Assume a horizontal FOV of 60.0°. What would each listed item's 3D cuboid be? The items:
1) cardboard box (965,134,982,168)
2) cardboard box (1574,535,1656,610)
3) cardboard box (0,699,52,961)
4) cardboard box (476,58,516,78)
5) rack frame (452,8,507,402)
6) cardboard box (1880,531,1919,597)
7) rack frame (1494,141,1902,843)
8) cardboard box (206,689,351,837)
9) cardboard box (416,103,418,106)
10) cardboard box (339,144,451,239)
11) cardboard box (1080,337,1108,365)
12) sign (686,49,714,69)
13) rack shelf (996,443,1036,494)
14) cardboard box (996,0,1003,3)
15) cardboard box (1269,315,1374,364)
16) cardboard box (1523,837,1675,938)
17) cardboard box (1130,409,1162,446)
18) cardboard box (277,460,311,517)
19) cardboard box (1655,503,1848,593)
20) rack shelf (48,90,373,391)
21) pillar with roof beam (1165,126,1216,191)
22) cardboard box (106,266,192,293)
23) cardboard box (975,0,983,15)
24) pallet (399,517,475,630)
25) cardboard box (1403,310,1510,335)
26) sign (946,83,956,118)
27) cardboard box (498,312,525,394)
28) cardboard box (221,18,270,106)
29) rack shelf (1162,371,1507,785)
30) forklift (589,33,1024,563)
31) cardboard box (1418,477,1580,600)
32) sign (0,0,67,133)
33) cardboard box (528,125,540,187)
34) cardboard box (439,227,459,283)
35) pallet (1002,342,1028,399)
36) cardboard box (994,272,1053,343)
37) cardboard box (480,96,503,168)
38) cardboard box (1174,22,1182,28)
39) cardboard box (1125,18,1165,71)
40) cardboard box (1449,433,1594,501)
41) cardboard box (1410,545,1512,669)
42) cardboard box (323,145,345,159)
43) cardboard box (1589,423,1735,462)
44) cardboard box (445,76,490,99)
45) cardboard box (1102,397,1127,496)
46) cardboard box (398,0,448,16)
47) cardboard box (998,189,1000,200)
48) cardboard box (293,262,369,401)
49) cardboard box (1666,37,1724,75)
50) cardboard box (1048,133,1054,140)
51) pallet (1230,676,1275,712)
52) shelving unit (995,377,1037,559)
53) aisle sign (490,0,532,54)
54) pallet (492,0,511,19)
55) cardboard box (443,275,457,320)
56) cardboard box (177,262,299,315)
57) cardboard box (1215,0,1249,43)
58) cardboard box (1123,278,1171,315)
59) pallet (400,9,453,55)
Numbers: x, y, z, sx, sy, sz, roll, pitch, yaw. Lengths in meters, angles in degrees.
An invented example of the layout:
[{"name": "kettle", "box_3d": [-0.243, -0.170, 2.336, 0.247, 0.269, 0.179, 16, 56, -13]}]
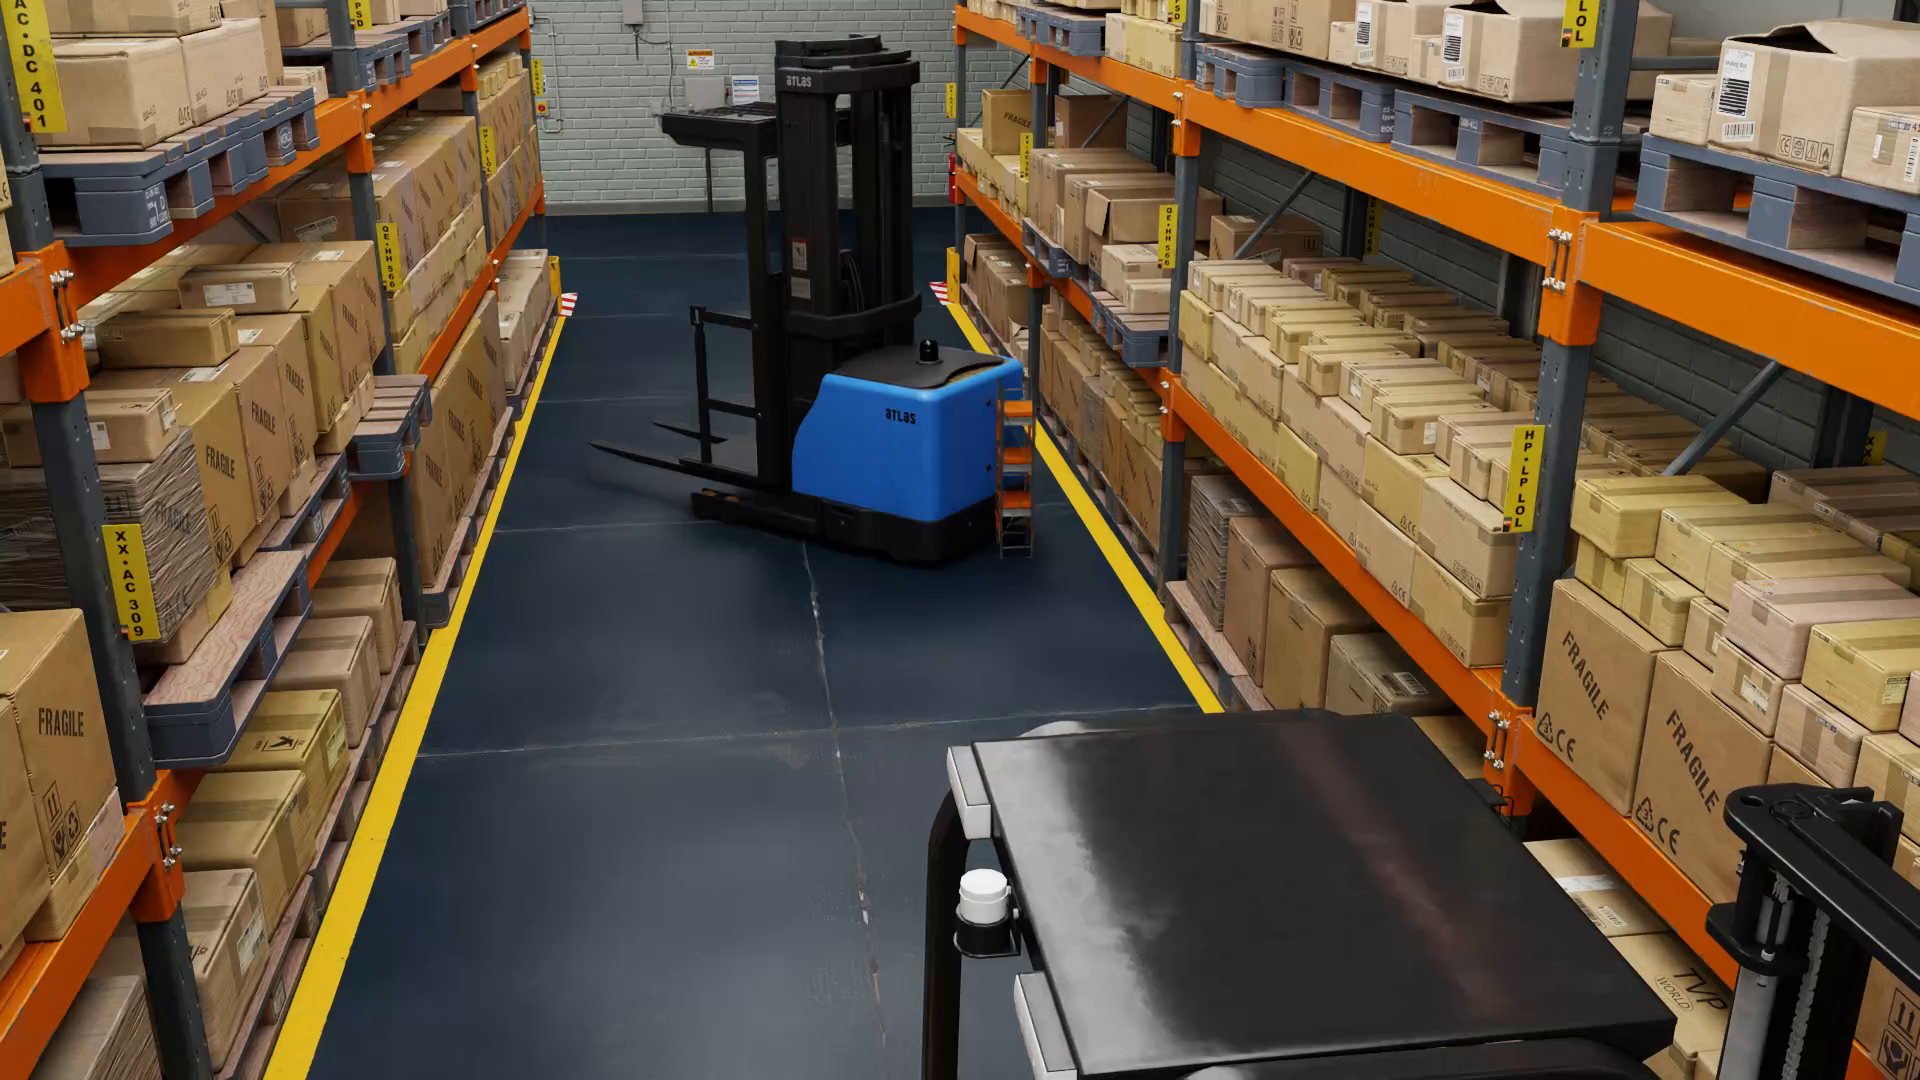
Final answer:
[{"name": "cardboard box", "box_3d": [0.327, -3.581, 15.307, 0.500, 0.250, 0.500, -3, 21, -7]}, {"name": "cardboard box", "box_3d": [1.971, 0.070, 4.671, 0.380, 0.149, 0.250, -3, 21, -9]}, {"name": "cardboard box", "box_3d": [-2.335, 0.682, 3.535, 0.500, 0.500, 0.500, -2, 21, -6]}, {"name": "cardboard box", "box_3d": [-4.030, -4.050, 14.272, 0.380, 0.149, 0.250, -2, 21, -7]}, {"name": "rack frame", "box_3d": [-3.879, -2.221, 11.875, 1.000, 3.000, 0.127, -3, 21, -8]}, {"name": "cardboard box", "box_3d": [2.577, 0.083, 4.213, 0.380, 0.149, 0.250, -3, 21, -8]}, {"name": "rack frame", "box_3d": [2.185, 0.297, 5.133, 1.000, 3.000, 0.127, -3, 21, -8]}, {"name": "cardboard box", "box_3d": [-3.013, 0.913, 6.641, 0.950, 0.372, 0.625, -2, 21, -6]}, {"name": "cardboard box", "box_3d": [-4.286, -3.062, 12.554, 0.500, 0.500, 0.500, -3, 21, -9]}, {"name": "cardboard box", "box_3d": [-3.342, -2.060, 9.873, 0.500, 0.500, 0.500, -3, 21, -7]}, {"name": "cardboard box", "box_3d": [1.037, -1.301, 11.459, 0.380, 0.149, 0.250, -3, 21, -8]}, {"name": "sign", "box_3d": [-3.277, -6.068, 20.995, 0.339, 0.242, 0.001, -3, 21, -8]}, {"name": "rack shelf", "box_3d": [0.328, -0.413, 9.853, 0.215, 0.259, 0.240, -1, 21, -4]}, {"name": "cardboard box", "box_3d": [0.567, -4.458, 13.368, 0.500, 0.250, 0.500, -2, 21, -7]}, {"name": "cardboard box", "box_3d": [1.559, -0.867, 7.179, 0.380, 0.149, 0.250, -2, 21, -7]}, {"name": "cardboard box", "box_3d": [1.944, 1.104, 4.874, 0.500, 0.250, 0.500, -3, 21, -9]}, {"name": "cardboard box", "box_3d": [1.217, -0.668, 9.763, 0.380, 0.149, 0.250, -4, 21, -11]}, {"name": "cardboard box", "box_3d": [-2.654, -0.190, 6.196, 0.380, 0.149, 0.250, -2, 21, -6]}, {"name": "cardboard box", "box_3d": [2.082, 0.018, 4.386, 0.380, 0.149, 0.250, -3, 21, -7]}, {"name": "rack shelf", "box_3d": [-3.015, -1.212, 5.914, 1.077, 0.370, 4.000, -3, 21, -8]}, {"name": "pillar with roof beam", "box_3d": [-2.437, -5.352, 11.685, 9.100, 9.000, 0.400, -3, 21, -8]}, {"name": "cardboard box", "box_3d": [-3.385, -0.871, 7.093, 0.500, 0.500, 0.500, -2, 21, -5]}, {"name": "cardboard box", "box_3d": [0.334, -4.662, 14.483, 0.380, 0.149, 0.250, -3, 21, -8]}, {"name": "pallet", "box_3d": [-3.342, 0.194, 9.396, 1.003, 0.211, 1.213, -3, 21, -8]}, {"name": "cardboard box", "box_3d": [2.165, -0.900, 7.269, 0.380, 0.149, 0.250, -3, 21, -9]}, {"name": "sign", "box_3d": [-0.082, -4.235, 16.032, 0.100, 0.325, 0.005, -3, 21, -8]}, {"name": "cardboard box", "box_3d": [-3.864, -1.440, 12.846, 0.875, 0.438, 0.875, -3, 21, -9]}, {"name": "cardboard box", "box_3d": [-2.582, -1.554, 5.416, 0.500, 0.250, 0.500, -3, 21, -8]}, {"name": "rack shelf", "box_3d": [1.897, -0.058, 7.112, 1.077, 0.370, 4.000, -3, 21, -8]}, {"name": "forklift", "box_3d": [-1.101, -1.620, 10.365, 3.031, 2.935, 1.130, 14, 24, 32]}, {"name": "cardboard box", "box_3d": [1.861, -0.024, 5.492, 0.500, 0.250, 0.500, -3, 21, -9]}, {"name": "sign", "box_3d": [-2.190, -1.128, 3.924, 0.100, 0.325, 0.005, -3, 21, -8]}, {"name": "cardboard box", "box_3d": [-4.125, -3.499, 15.154, 0.500, 0.500, 0.500, -3, 21, -7]}, {"name": "cardboard box", "box_3d": [-3.325, -1.716, 10.024, 0.500, 0.250, 0.500, -3, 21, -7]}, {"name": "pallet", "box_3d": [0.934, -1.404, 13.673, 1.003, 0.211, 1.213, -3, 21, -8]}, {"name": "cardboard box", "box_3d": [0.684, -2.009, 14.281, 0.700, 0.500, 0.500, -4, 21, -10]}, {"name": "cardboard box", "box_3d": [-3.775, -3.088, 12.626, 0.500, 0.500, 0.500, -3, 21, -8]}, {"name": "cardboard box", "box_3d": [1.319, -2.720, 8.568, 0.380, 0.149, 0.250, -2, 21, -7]}, {"name": "cardboard box", "box_3d": [1.221, -2.762, 9.251, 0.500, 0.250, 0.500, -3, 21, -8]}, {"name": "cardboard box", "box_3d": [1.861, -0.249, 5.525, 0.380, 0.149, 0.250, -3, 21, -9]}, {"name": "cardboard box", "box_3d": [1.854, 0.206, 5.591, 0.500, 0.250, 0.500, -2, 21, -7]}, {"name": "cardboard box", "box_3d": [-3.849, -2.042, 9.824, 0.500, 0.500, 0.500, -3, 21, -9]}, {"name": "cardboard box", "box_3d": [2.360, -0.281, 5.612, 0.380, 0.149, 0.250, -4, 21, -10]}, {"name": "cardboard box", "box_3d": [-3.775, -3.426, 12.602, 0.380, 0.149, 0.250, -3, 21, -8]}, {"name": "cardboard box", "box_3d": [1.195, -0.604, 10.518, 0.500, 0.500, 0.500, -2, 21, -5]}, {"name": "cardboard box", "box_3d": [-3.545, -3.486, 10.504, 0.500, 0.311, 0.500, -3, 21, -8]}, {"name": "cardboard box", "box_3d": [0.531, -2.988, 14.287, 0.380, 0.149, 0.250, -3, 21, -8]}, {"name": "cardboard box", "box_3d": [-2.877, -0.897, 7.162, 0.500, 0.500, 0.500, -3, 21, -9]}, {"name": "cardboard box", "box_3d": [2.257, -1.537, 5.374, 0.380, 0.149, 0.250, -3, 21, -8]}, {"name": "cardboard box", "box_3d": [0.857, -3.602, 15.362, 0.500, 0.250, 0.500, -3, 21, -8]}, {"name": "pallet", "box_3d": [1.861, 0.927, 7.432, 1.003, 0.211, 1.213, -3, 21, -8]}, {"name": "shelving unit", "box_3d": [0.328, -0.423, 9.849, 0.215, 1.050, 0.252, -1, 21, -4]}, {"name": "aisle sign", "box_3d": [-4.160, -4.864, 15.237, 0.394, 0.787, 0.004, -3, 21, -8]}, {"name": "pallet", "box_3d": [-4.160, -4.290, 13.254, 1.003, 0.211, 1.213, -3, 21, -8]}, {"name": "cardboard box", "box_3d": [-3.360, -1.477, 10.099, 0.500, 0.250, 0.500, -3, 21, -8]}, {"name": "cardboard box", "box_3d": [-2.788, -0.970, 6.432, 0.380, 0.149, 0.250, -4, 21, -10]}, {"name": "cardboard box", "box_3d": [1.472, -2.520, 7.503, 0.500, 0.500, 0.500, -3, 21, -7]}, {"name": "cardboard box", "box_3d": [1.134, -1.375, 9.368, 0.380, 0.149, 0.250, -3, 21, -7]}, {"name": "pallet", "box_3d": [-3.698, -3.221, 10.540, 0.805, 0.209, 1.217, -4, 21, -10]}]
